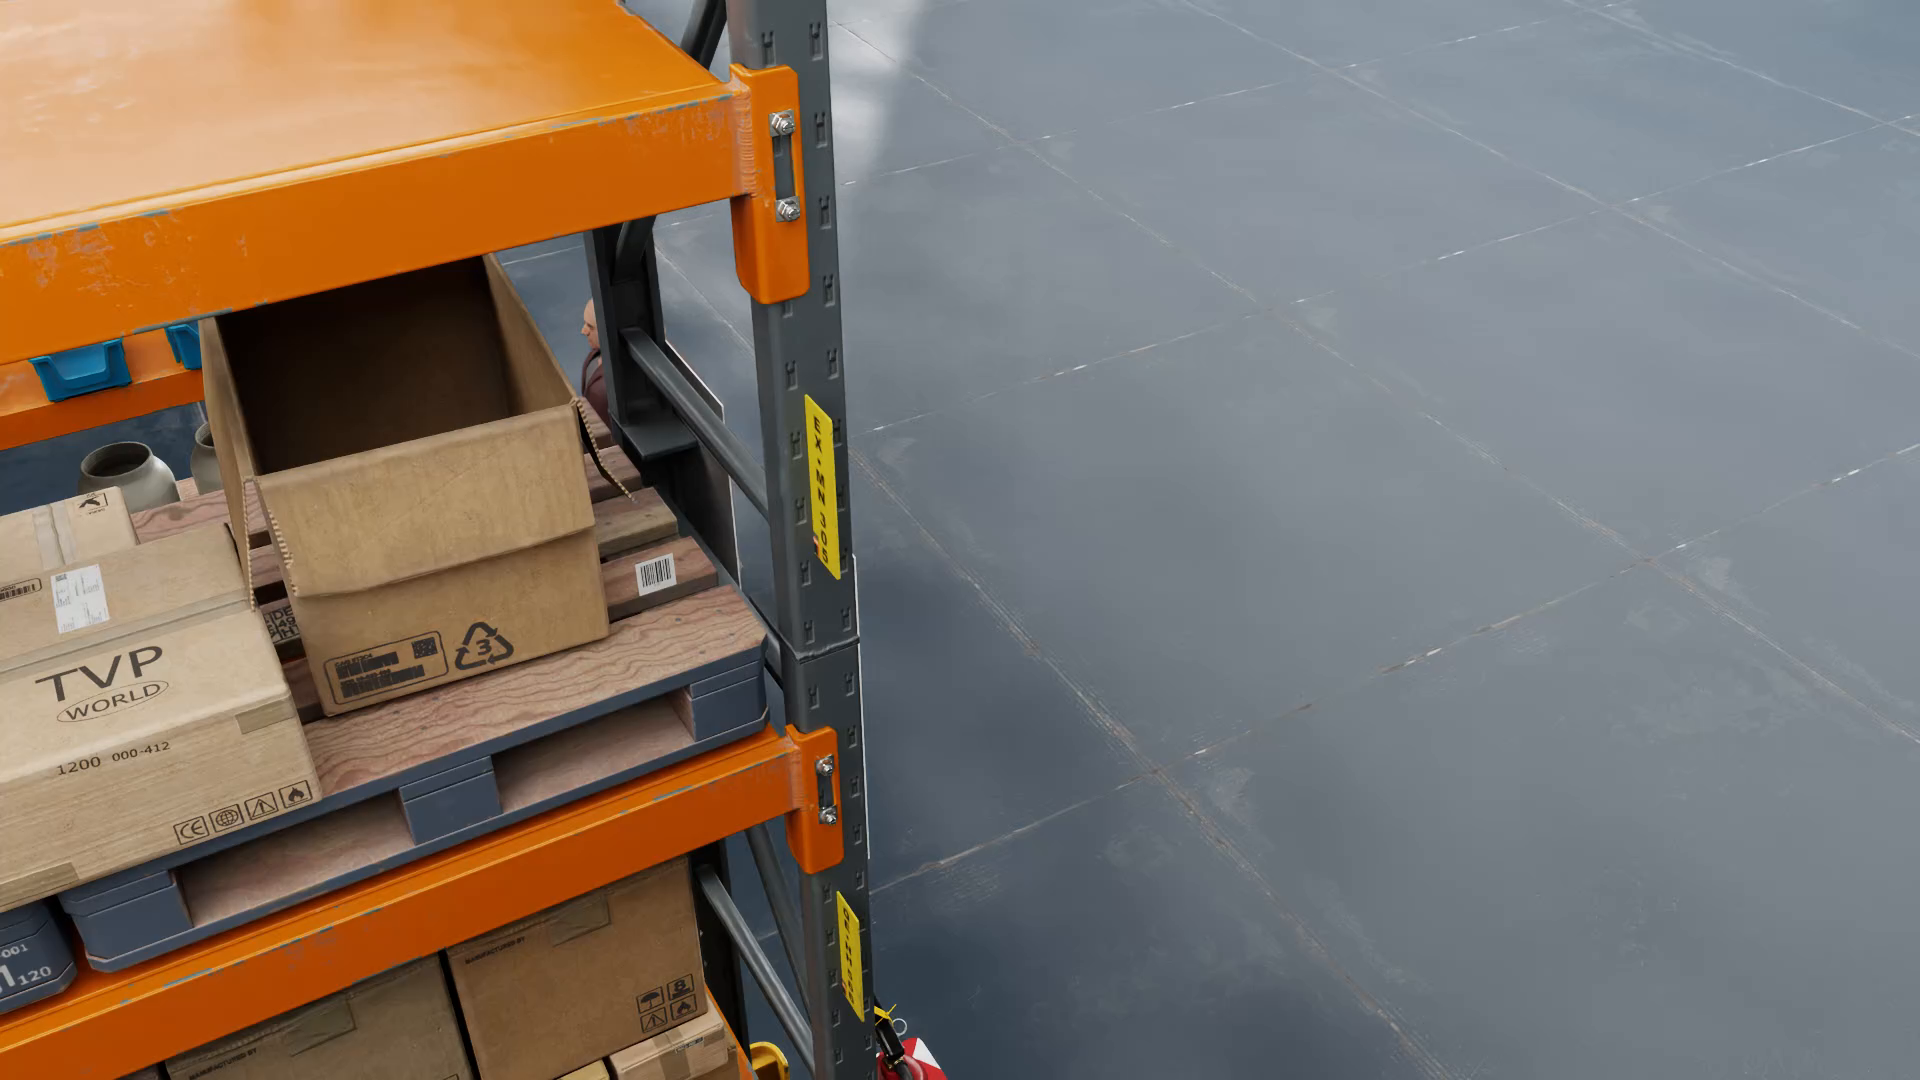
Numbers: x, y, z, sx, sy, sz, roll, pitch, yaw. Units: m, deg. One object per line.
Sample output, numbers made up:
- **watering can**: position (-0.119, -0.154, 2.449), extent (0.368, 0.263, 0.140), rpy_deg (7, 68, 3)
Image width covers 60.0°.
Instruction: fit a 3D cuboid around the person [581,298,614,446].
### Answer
- **person**: position (-1.612, -0.281, 7.323), extent (0.625, 1.780, 0.591), rpy_deg (-11, 38, -14)
